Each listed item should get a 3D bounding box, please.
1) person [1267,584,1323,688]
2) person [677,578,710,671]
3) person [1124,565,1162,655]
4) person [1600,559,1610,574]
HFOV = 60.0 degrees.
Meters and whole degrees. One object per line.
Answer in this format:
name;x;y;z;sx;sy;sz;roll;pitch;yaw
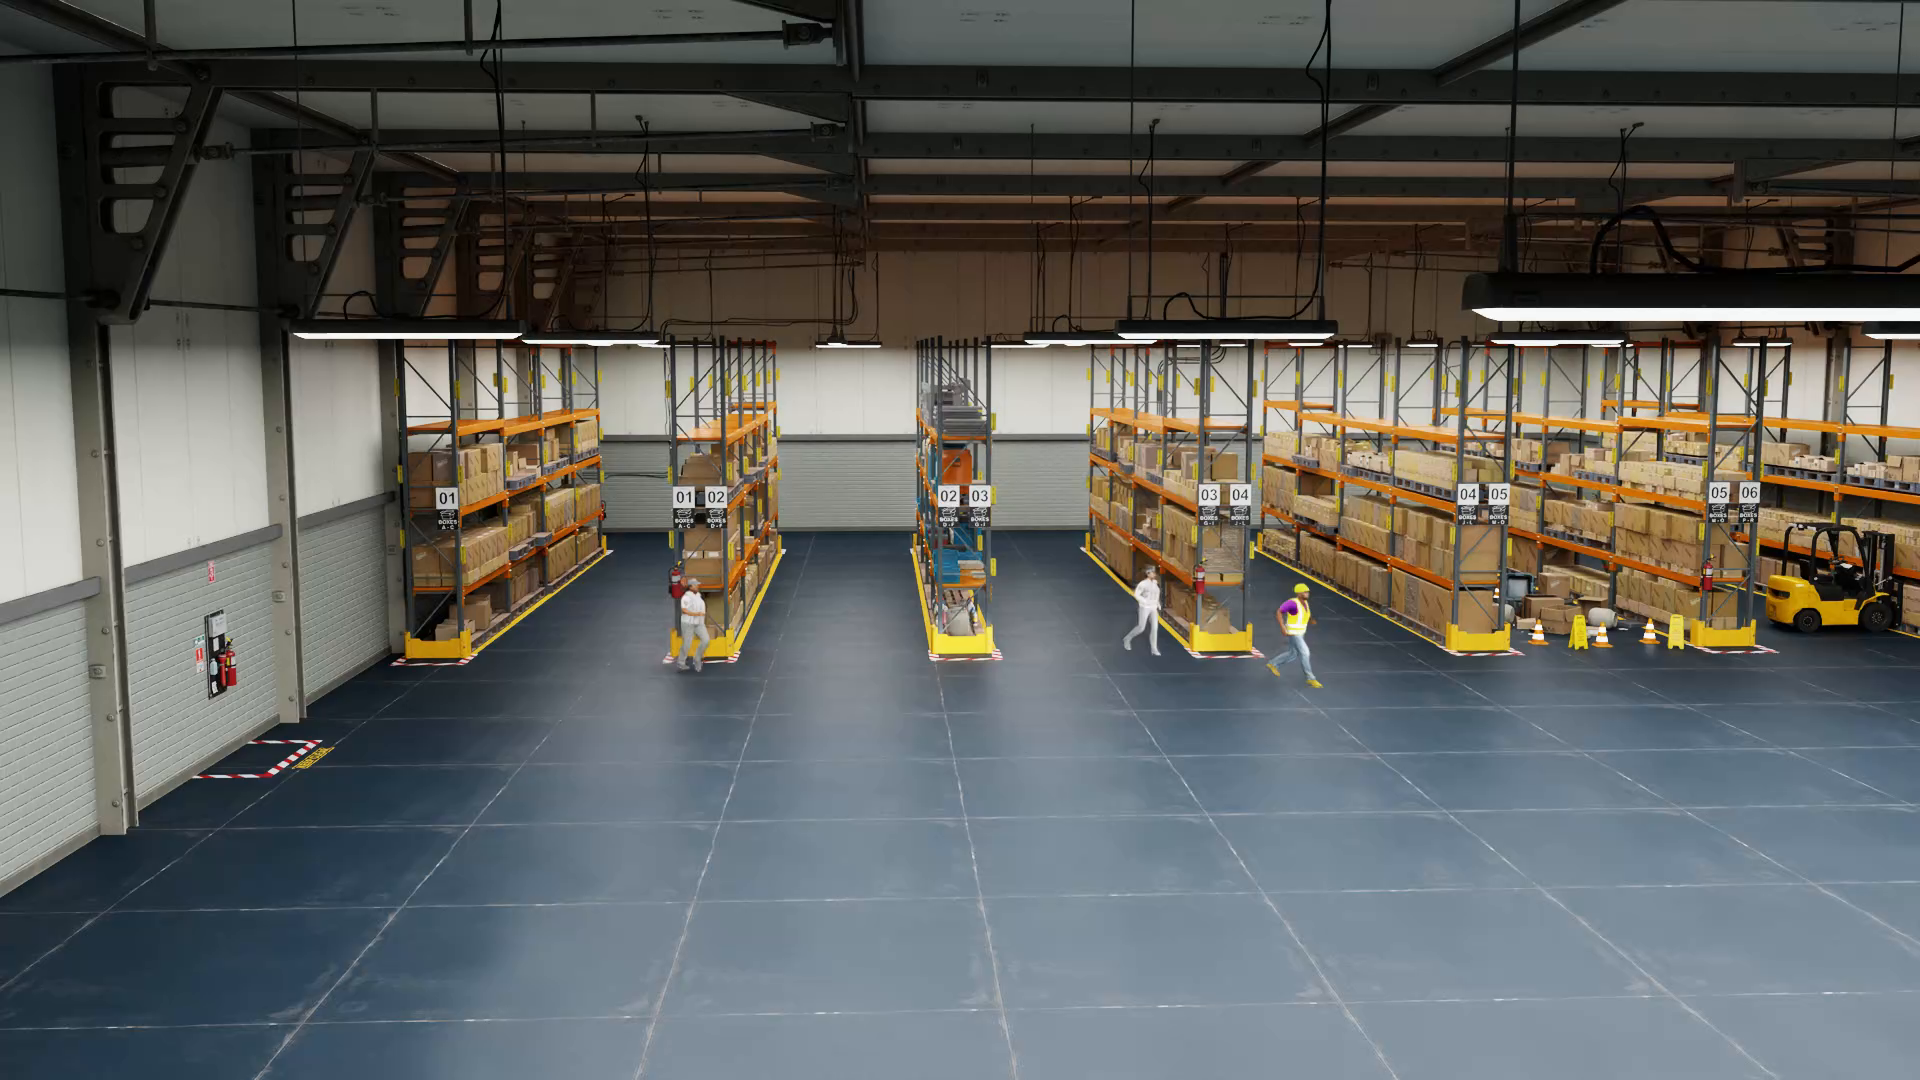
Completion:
person;5.750;1.612;28.523;1.040;1.765;0.727;5;8;36
person;-4.761;1.533;29.833;0.663;1.683;0.614;5;8;37
person;3.604;1.306;31.545;0.685;1.657;0.882;-5;8;-39
person;16.134;0.121;41.553;0.646;1.827;0.746;-1;7;-11
